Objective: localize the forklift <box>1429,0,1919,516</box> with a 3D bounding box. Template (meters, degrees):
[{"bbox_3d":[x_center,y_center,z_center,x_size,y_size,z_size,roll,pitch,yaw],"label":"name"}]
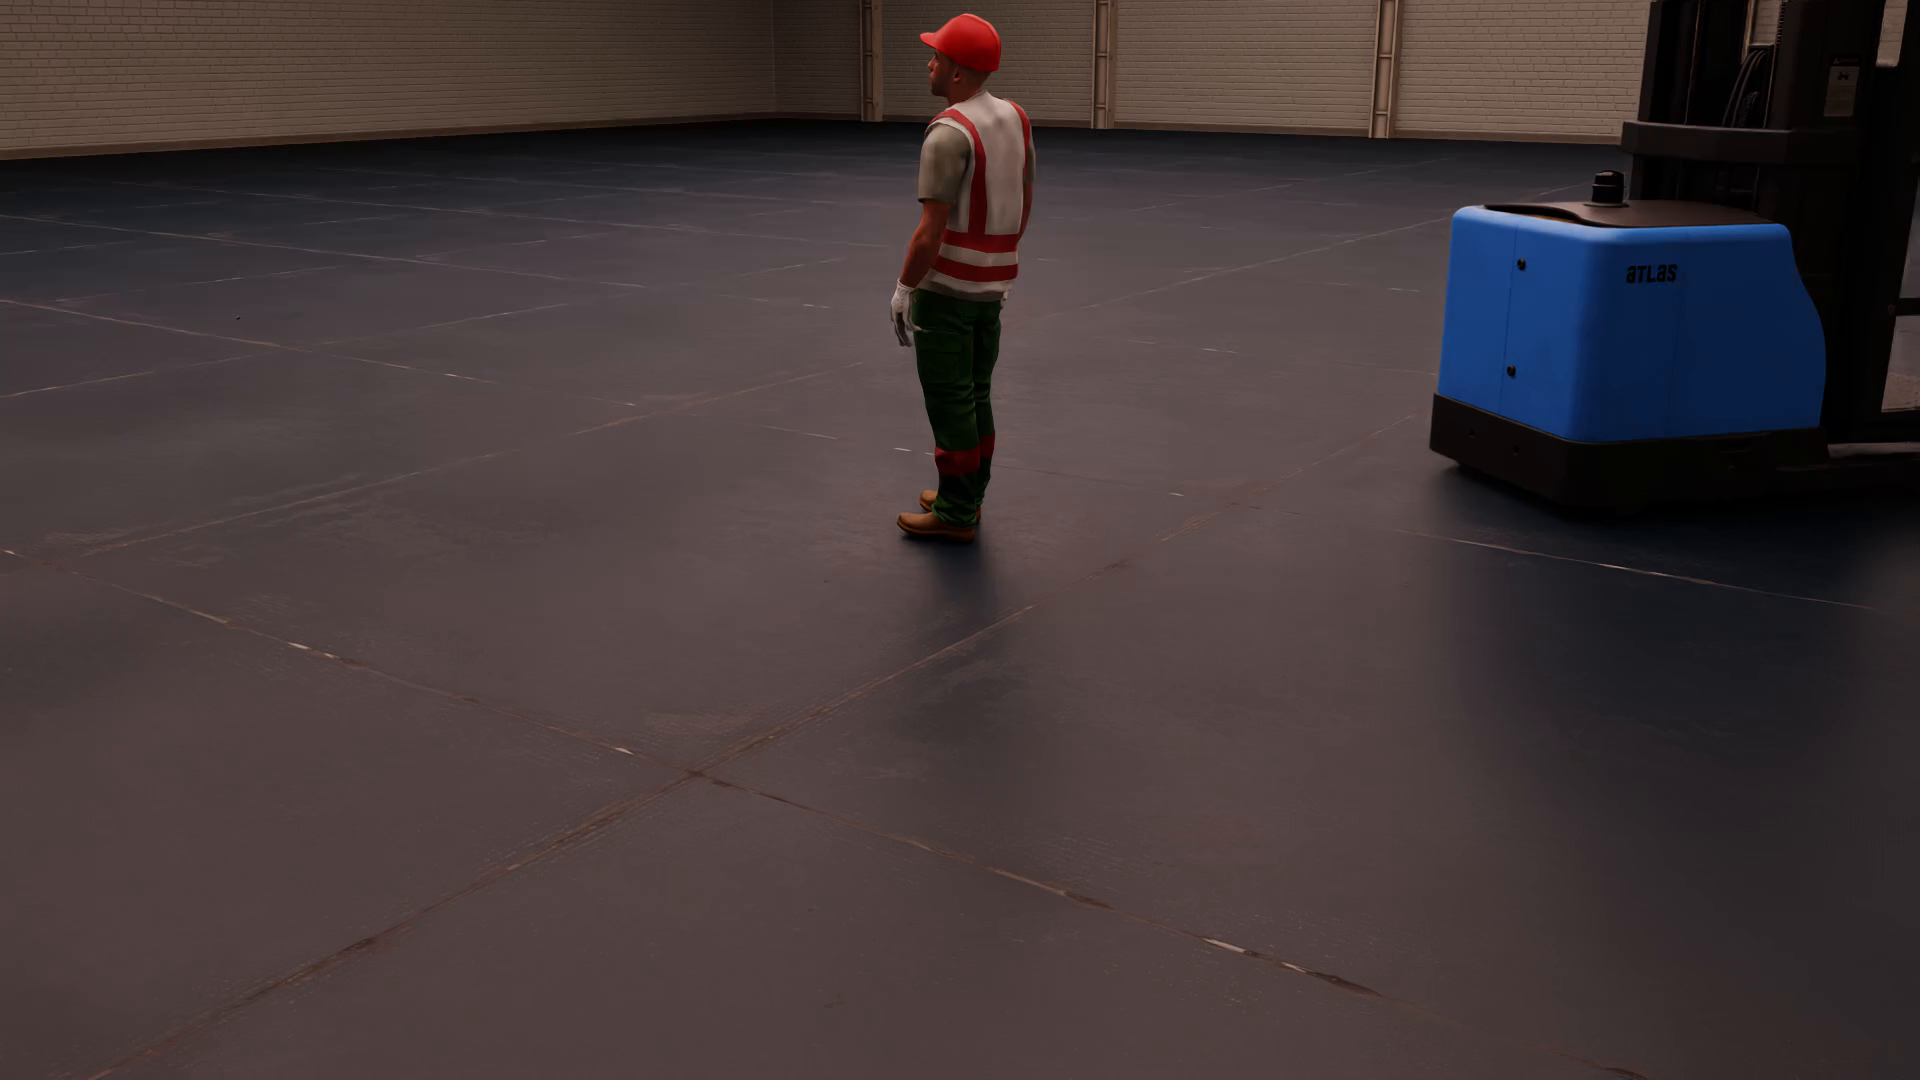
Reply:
[{"bbox_3d":[3.544,-1.712,6.558,3.031,2.935,1.130,-5,17,-16],"label":"forklift"}]

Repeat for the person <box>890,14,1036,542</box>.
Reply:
[{"bbox_3d":[-0.059,-0.880,5.743,0.564,1.787,0.638,11,20,33],"label":"person"}]
